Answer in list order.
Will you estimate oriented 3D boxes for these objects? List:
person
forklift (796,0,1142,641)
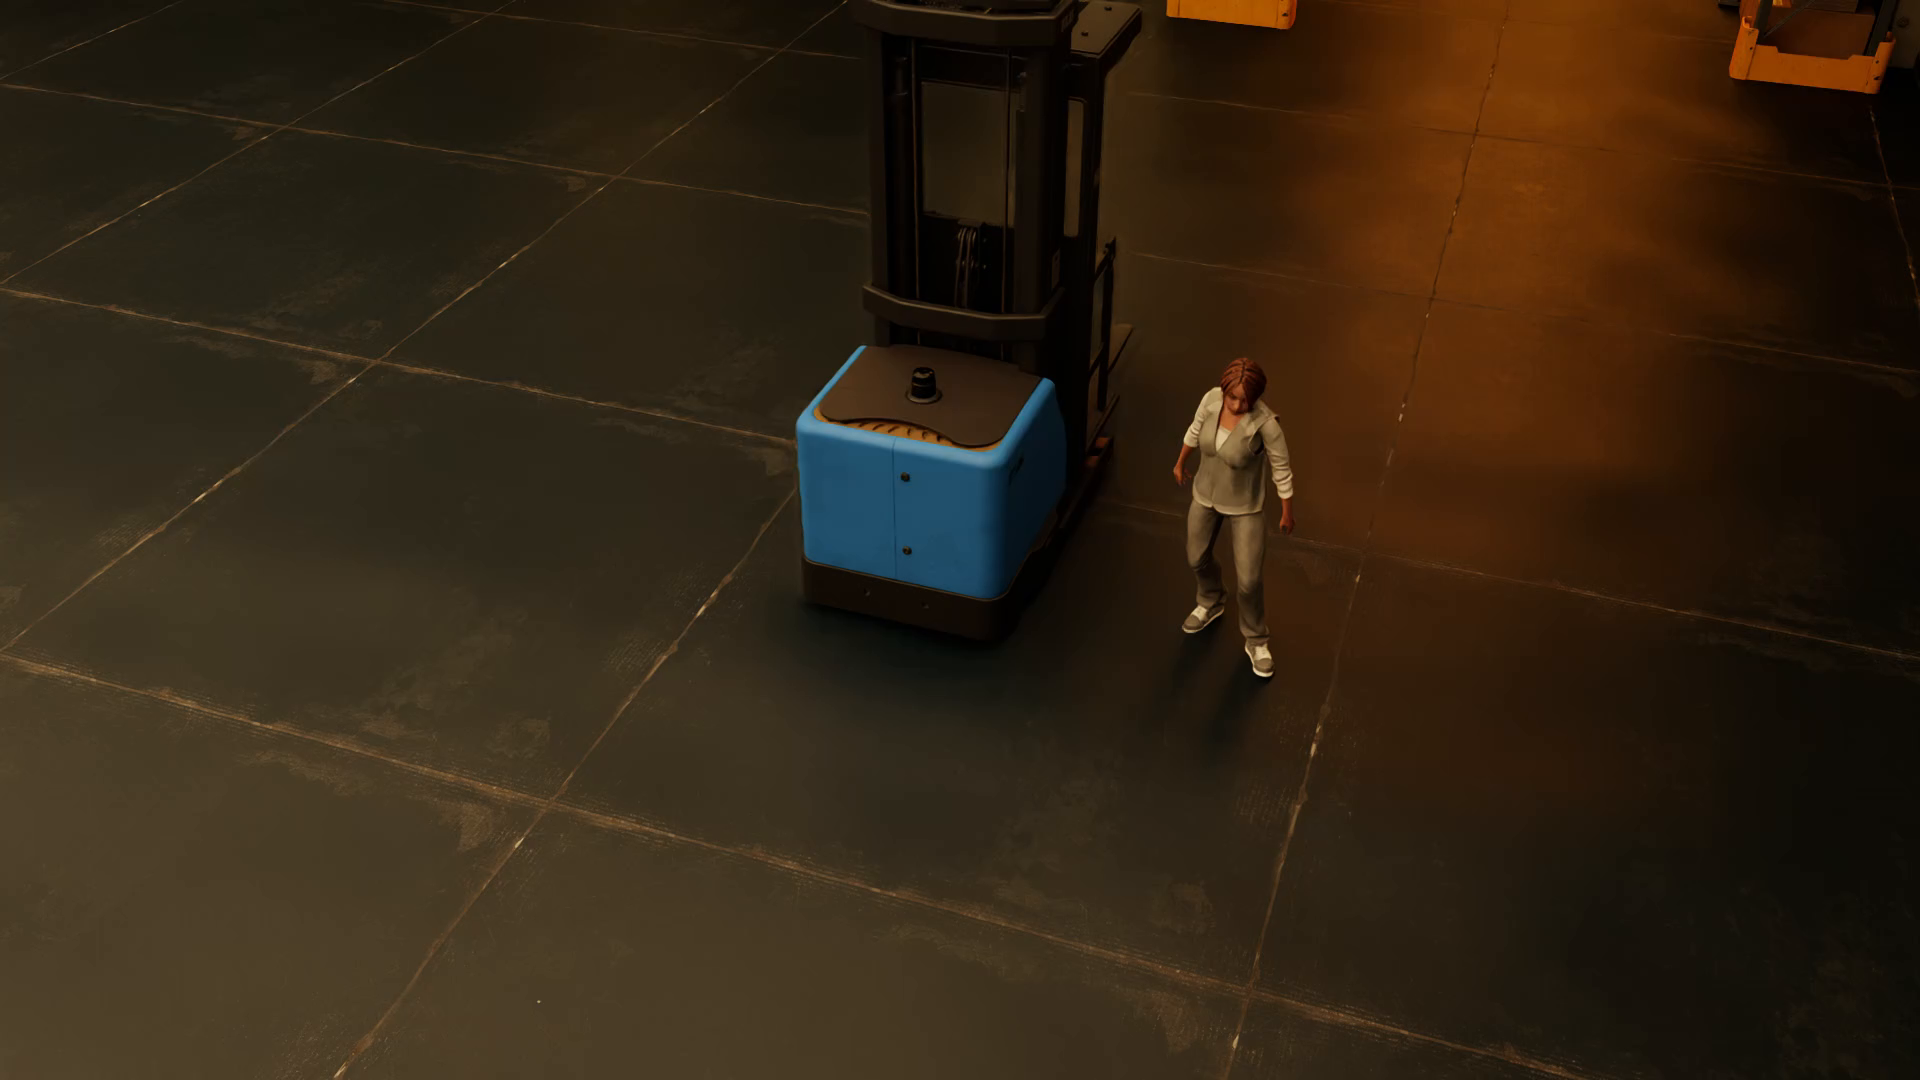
[{"bbox_3d":[1.244,-0.162,7.547,0.729,1.565,0.398,27,43,32],"label":"person"},{"bbox_3d":[0.213,-1.569,8.324,1.130,2.935,3.031,12,37,16],"label":"forklift"}]
